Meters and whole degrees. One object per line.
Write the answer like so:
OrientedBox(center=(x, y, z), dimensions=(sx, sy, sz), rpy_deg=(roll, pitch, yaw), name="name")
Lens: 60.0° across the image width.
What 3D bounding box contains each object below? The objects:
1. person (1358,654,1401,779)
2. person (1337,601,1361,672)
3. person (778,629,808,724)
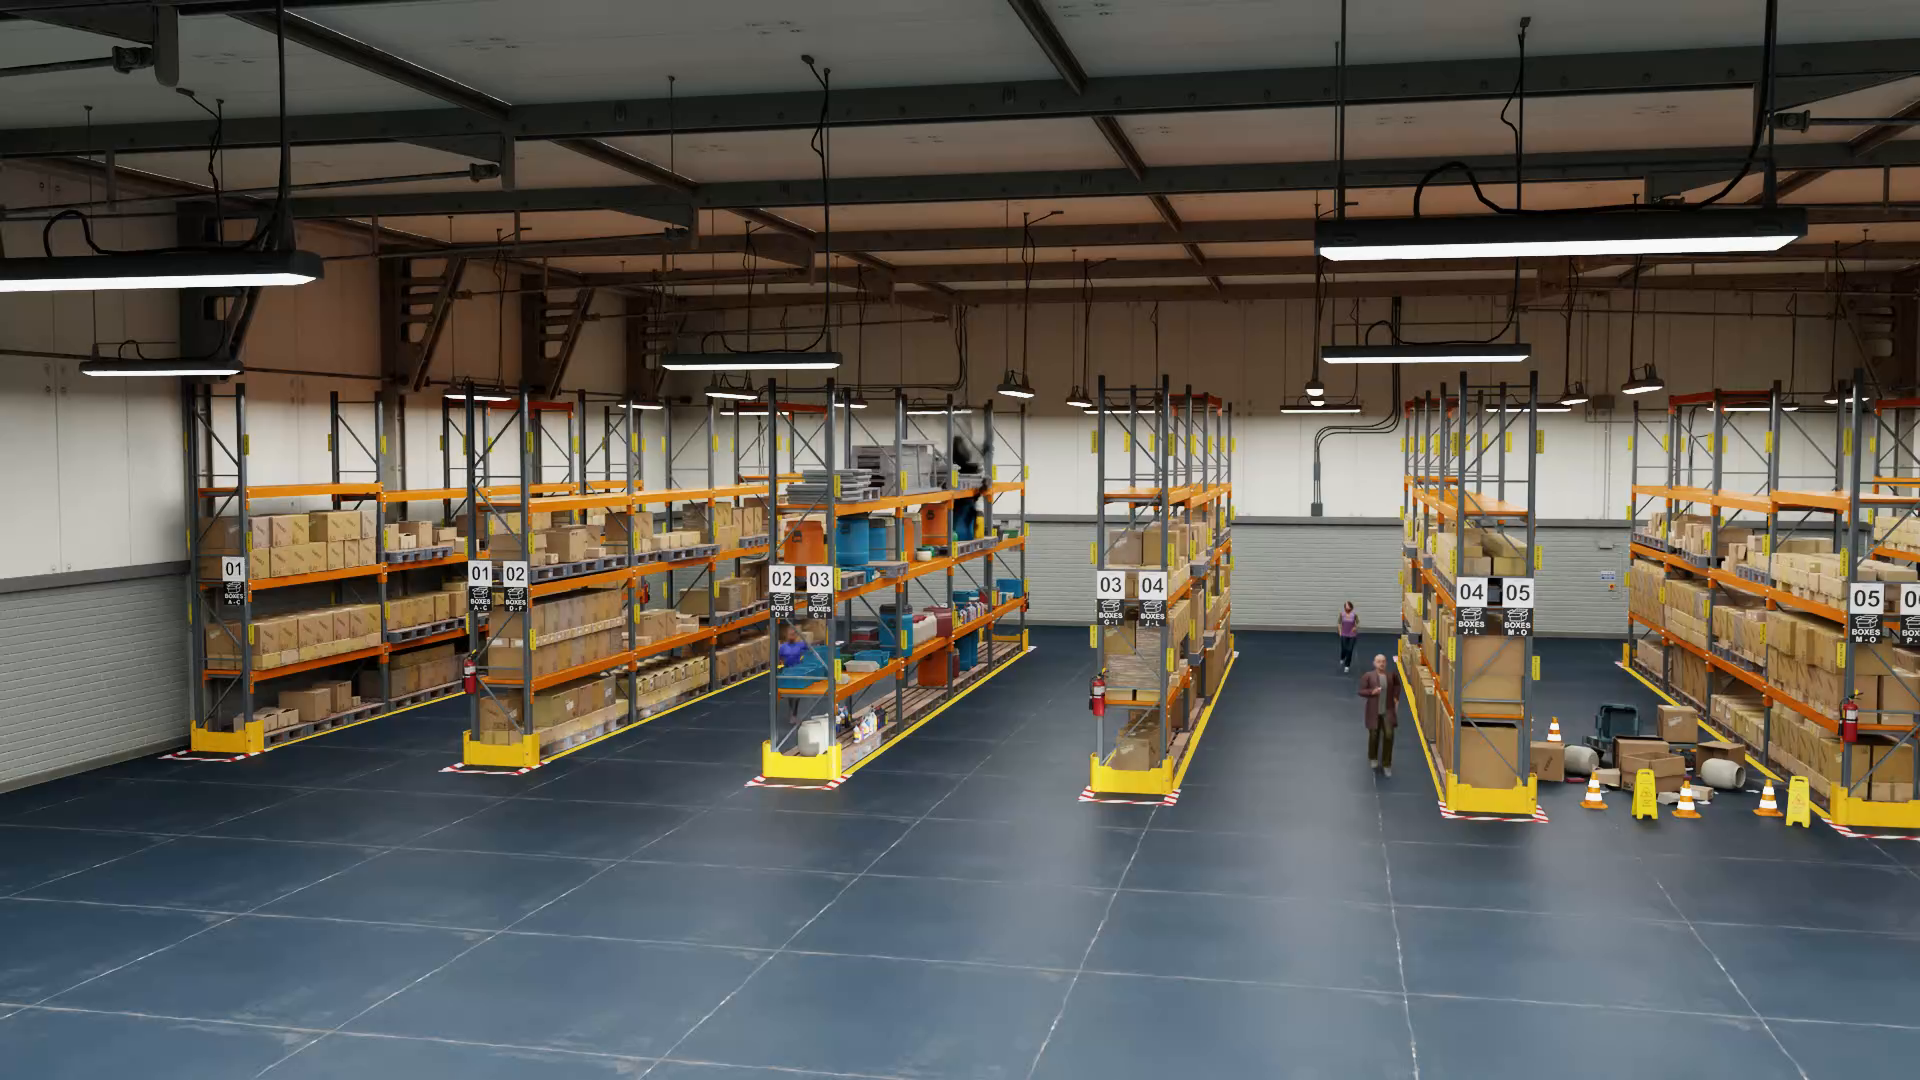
OrientedBox(center=(6.395, 2.652, 25.327), dimensions=(0.685, 1.831, 0.831), rpy_deg=(0, 3, 6), name="person")
OrientedBox(center=(8.560, 2.132, 36.650), dimensions=(0.523, 1.568, 0.553), rpy_deg=(1, 3, 17), name="person")
OrientedBox(center=(-3.035, 2.445, 30.094), dimensions=(0.581, 1.652, 0.924), rpy_deg=(0, 3, 3), name="person")
